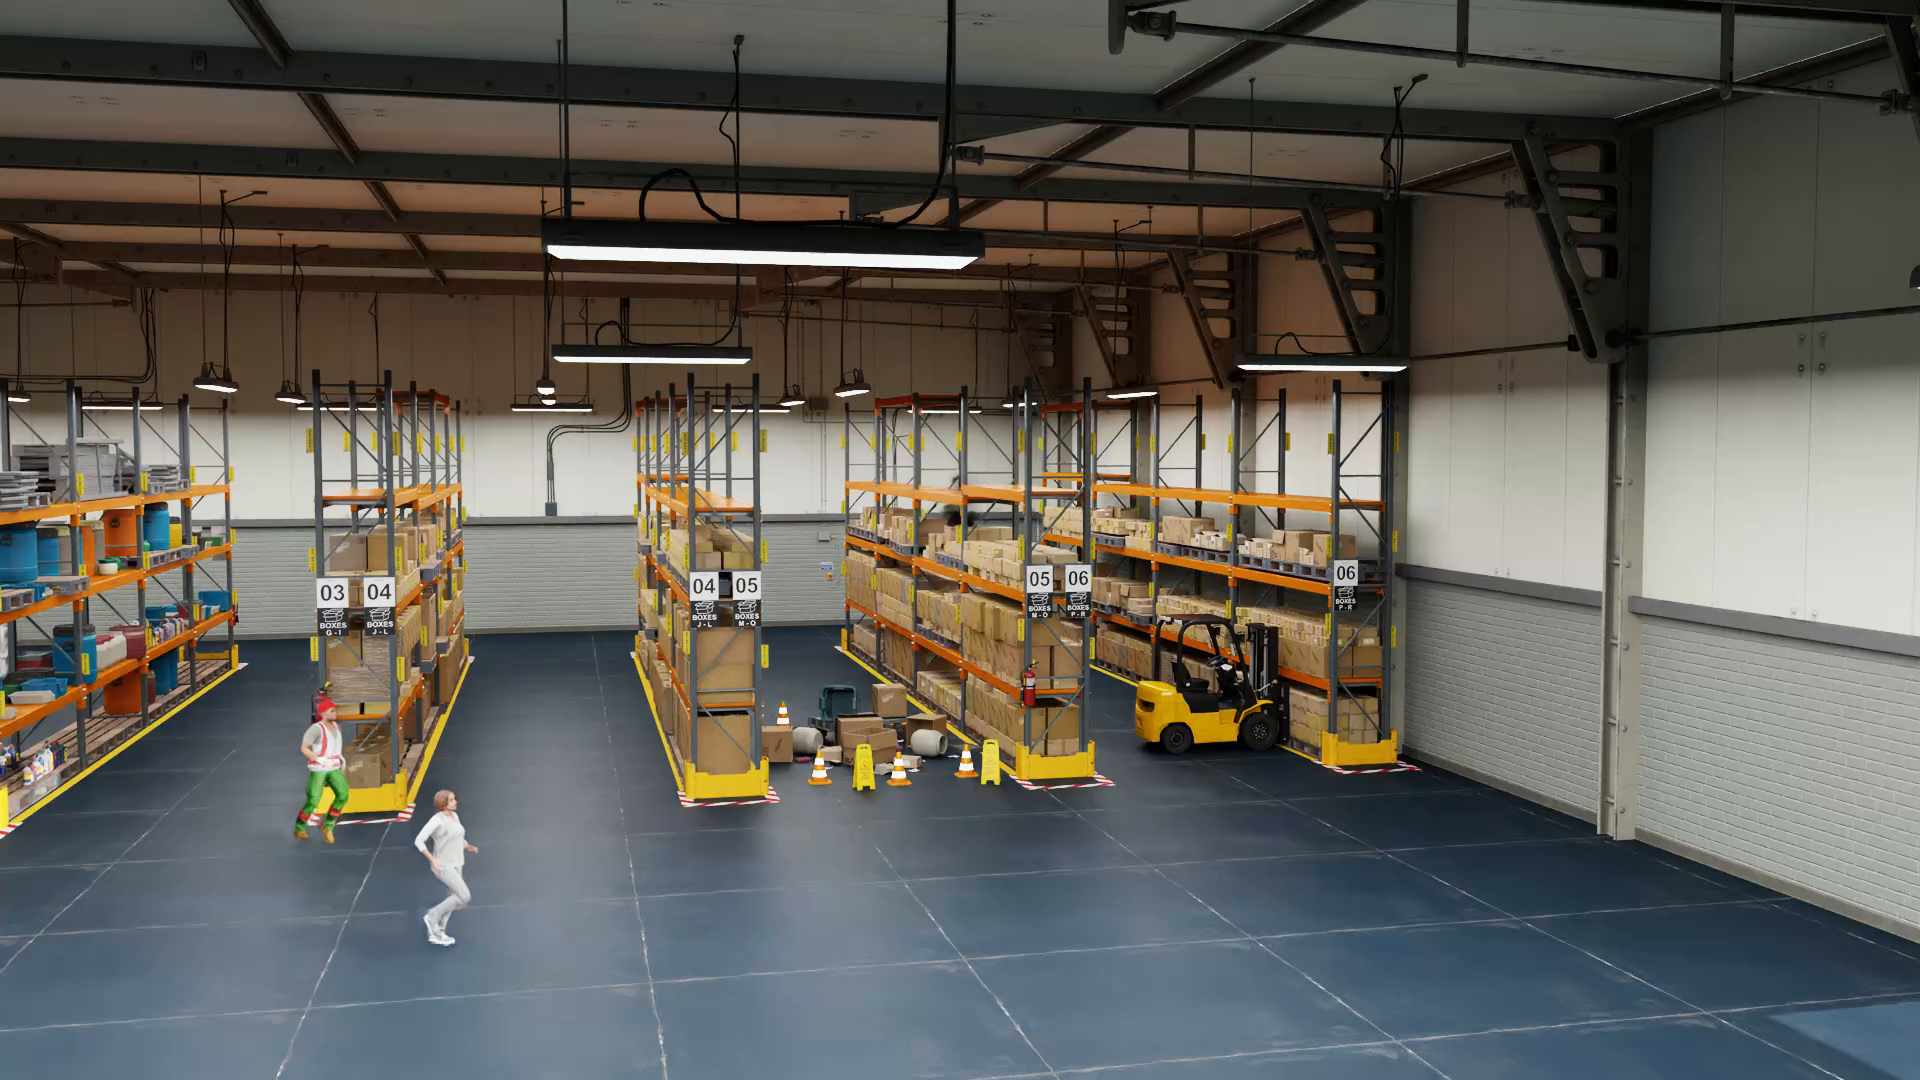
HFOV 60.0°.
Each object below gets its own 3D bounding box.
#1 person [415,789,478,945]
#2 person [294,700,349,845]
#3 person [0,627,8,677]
[{"bbox_3d":[-5.068,3.261,16.557,0.549,1.559,0.522,1,3,10],"label":"person"},{"bbox_3d":[-8.003,2.912,20.983,0.675,1.780,0.711,2,4,30],"label":"person"},{"bbox_3d":[-18.344,2.286,31.646,0.656,1.789,0.956,-1,4,-21],"label":"person"}]
